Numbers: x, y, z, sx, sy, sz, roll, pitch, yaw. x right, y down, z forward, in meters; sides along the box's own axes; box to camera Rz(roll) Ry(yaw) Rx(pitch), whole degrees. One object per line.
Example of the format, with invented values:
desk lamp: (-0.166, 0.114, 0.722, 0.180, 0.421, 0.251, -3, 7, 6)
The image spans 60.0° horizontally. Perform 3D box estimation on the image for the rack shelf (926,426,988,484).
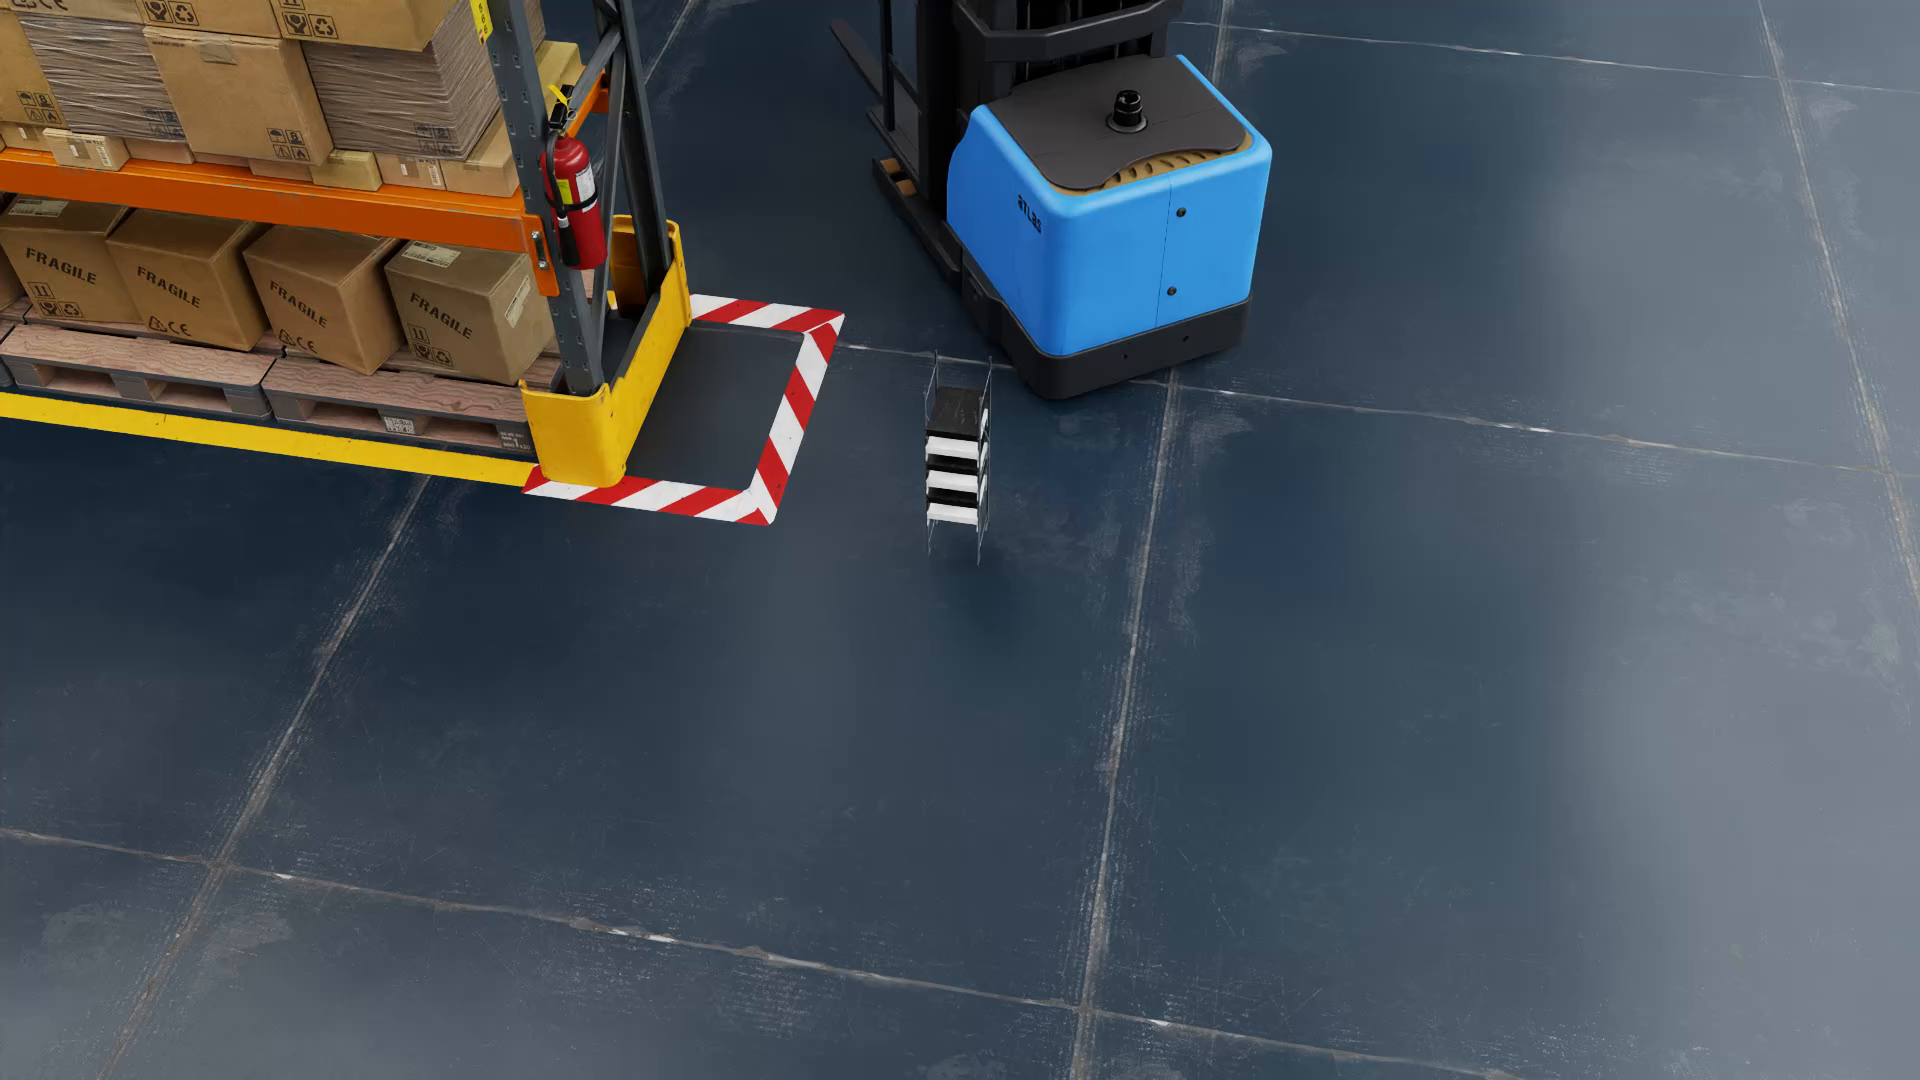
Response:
rack shelf: (-0.008, -0.340, 6.346, 0.200, 0.077, 0.258, 8, 49, 7)

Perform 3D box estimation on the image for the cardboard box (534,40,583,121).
cardboard box: (-1.656, -1.780, 6.473, 0.250, 0.149, 0.380, 8, 49, 7)

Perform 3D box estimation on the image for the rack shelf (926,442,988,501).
rack shelf: (-0.008, -0.280, 6.413, 0.200, 0.077, 0.258, 8, 49, 7)

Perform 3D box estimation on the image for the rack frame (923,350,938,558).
rack frame: (-0.108, -0.315, 6.400, 0.006, 0.900, 0.240, 8, 49, 7)

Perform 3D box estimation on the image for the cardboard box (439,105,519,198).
cardboard box: (-1.735, -1.454, 6.181, 0.250, 0.149, 0.380, 8, 49, 7)

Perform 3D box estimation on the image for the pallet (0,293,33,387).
pallet: (-4.687, -1.186, 7.645, 1.213, 0.211, 1.003, 8, 49, 7)

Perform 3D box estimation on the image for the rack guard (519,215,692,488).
rack guard: (-1.492, -0.826, 7.128, 0.348, 0.500, 1.175, 8, 49, 7)

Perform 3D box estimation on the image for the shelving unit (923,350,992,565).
shelving unit: (-0.008, -0.302, 6.388, 0.210, 0.900, 0.258, 8, 49, 7)

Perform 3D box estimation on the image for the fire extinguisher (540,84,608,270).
fire extinguisher: (-1.387, -1.273, 5.901, 0.183, 0.674, 0.296, 8, 49, 7)

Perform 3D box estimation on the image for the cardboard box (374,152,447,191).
cardboard box: (-1.981, -1.488, 6.211, 0.250, 0.149, 0.380, 8, 49, 7)

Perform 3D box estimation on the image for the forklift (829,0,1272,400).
forklift: (0.221, -2.697, 7.175, 1.130, 2.935, 3.031, -18, 51, -16)

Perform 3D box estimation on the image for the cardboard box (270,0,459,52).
cardboard box: (-2.003, -2.010, 5.572, 0.500, 0.500, 0.500, 8, 49, 7)

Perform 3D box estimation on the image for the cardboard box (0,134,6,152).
cardboard box: (-3.717, -1.659, 6.365, 0.250, 0.149, 0.380, 8, 49, 7)

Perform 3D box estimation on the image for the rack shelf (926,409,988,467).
rack shelf: (-0.008, -0.400, 6.279, 0.200, 0.077, 0.258, 8, 49, 7)

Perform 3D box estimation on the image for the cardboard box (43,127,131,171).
cardboard box: (-3.229, -1.576, 6.290, 0.250, 0.149, 0.380, 8, 49, 7)

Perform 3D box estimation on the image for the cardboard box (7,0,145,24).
cardboard box: (-2.987, -2.140, 5.689, 0.500, 0.500, 0.500, 8, 49, 7)

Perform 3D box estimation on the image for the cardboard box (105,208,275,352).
cardboard box: (-3.236, -1.202, 7.184, 0.500, 0.500, 0.500, 12, 49, 10)

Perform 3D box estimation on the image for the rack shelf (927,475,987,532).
rack shelf: (-0.008, -0.159, 6.547, 0.200, 0.077, 0.258, 8, 49, 7)

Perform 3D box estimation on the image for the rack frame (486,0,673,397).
rack frame: (-1.418, -1.652, 6.189, 0.127, 3.000, 1.000, 8, 49, 7)

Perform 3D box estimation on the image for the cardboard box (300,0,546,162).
cardboard box: (-1.954, -1.877, 6.125, 0.500, 0.500, 0.875, 8, 49, 7)

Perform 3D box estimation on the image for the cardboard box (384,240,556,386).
cardboard box: (-2.029, -1.051, 7.048, 0.500, 0.500, 0.500, 16, 50, 14)

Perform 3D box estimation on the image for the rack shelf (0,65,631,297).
rack shelf: (-3.386, -1.676, 6.695, 4.000, 0.370, 1.077, 8, 49, 7)

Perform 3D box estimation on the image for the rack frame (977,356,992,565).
rack frame: (0.092, -0.288, 6.376, 0.006, 0.900, 0.240, 8, 49, 7)

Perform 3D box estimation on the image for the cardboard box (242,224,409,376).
cardboard box: (-2.623, -1.105, 7.097, 0.500, 0.500, 0.500, 19, 51, 17)

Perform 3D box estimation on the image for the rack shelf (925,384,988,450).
rack shelf: (-0.008, -0.460, 6.212, 0.200, 0.077, 0.258, 8, 49, 7)

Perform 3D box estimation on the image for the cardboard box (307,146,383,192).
cardboard box: (-2.236, -1.483, 6.207, 0.250, 0.149, 0.380, 8, 49, 7)

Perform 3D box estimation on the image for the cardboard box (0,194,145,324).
cardboard box: (-3.777, -1.309, 7.279, 0.500, 0.500, 0.500, 4, 48, 3)

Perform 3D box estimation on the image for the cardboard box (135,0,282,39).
cardboard box: (-2.496, -2.072, 5.628, 0.500, 0.500, 0.500, 8, 49, 7)

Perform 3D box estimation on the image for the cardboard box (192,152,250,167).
cardboard box: (-2.718, -1.591, 6.304, 0.250, 0.149, 0.380, 8, 49, 7)

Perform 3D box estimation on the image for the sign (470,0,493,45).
sign: (-1.536, -1.741, 5.278, 0.005, 0.325, 0.100, 8, 49, 7)

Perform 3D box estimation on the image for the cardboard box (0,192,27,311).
cardboard box: (-4.402, -1.333, 7.301, 0.500, 0.500, 0.500, 22, 52, 19)

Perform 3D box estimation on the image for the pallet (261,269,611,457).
pallet: (-2.285, -0.863, 7.355, 1.213, 0.211, 1.003, 8, 49, 7)

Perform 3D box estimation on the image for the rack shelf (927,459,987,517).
rack shelf: (-0.008, -0.219, 6.480, 0.200, 0.077, 0.258, 8, 49, 7)

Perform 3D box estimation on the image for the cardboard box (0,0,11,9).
cardboard box: (-3.478, -2.212, 5.754, 0.500, 0.500, 0.500, 8, 49, 7)

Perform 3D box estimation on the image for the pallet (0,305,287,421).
pallet: (-3.482, -1.026, 7.502, 1.213, 0.211, 1.003, 8, 49, 7)

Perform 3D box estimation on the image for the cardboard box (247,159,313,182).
cardboard box: (-2.479, -1.527, 6.247, 0.250, 0.149, 0.380, 8, 49, 7)

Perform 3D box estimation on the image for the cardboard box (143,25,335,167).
cardboard box: (-2.467, -1.856, 6.105, 0.500, 0.500, 0.875, 8, 49, 7)

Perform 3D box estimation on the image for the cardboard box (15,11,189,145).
cardboard box: (-2.952, -1.953, 6.193, 0.500, 0.500, 0.875, 8, 49, 7)

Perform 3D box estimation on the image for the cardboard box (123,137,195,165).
cardboard box: (-2.968, -1.607, 6.319, 0.250, 0.149, 0.380, 8, 49, 7)

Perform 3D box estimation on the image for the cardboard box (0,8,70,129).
cardboard box: (-3.442, -2.028, 6.260, 0.500, 0.500, 0.875, 8, 49, 7)

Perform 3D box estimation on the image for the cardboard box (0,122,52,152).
cardboard box: (-3.463, -1.660, 6.366, 0.250, 0.149, 0.380, 8, 49, 7)
